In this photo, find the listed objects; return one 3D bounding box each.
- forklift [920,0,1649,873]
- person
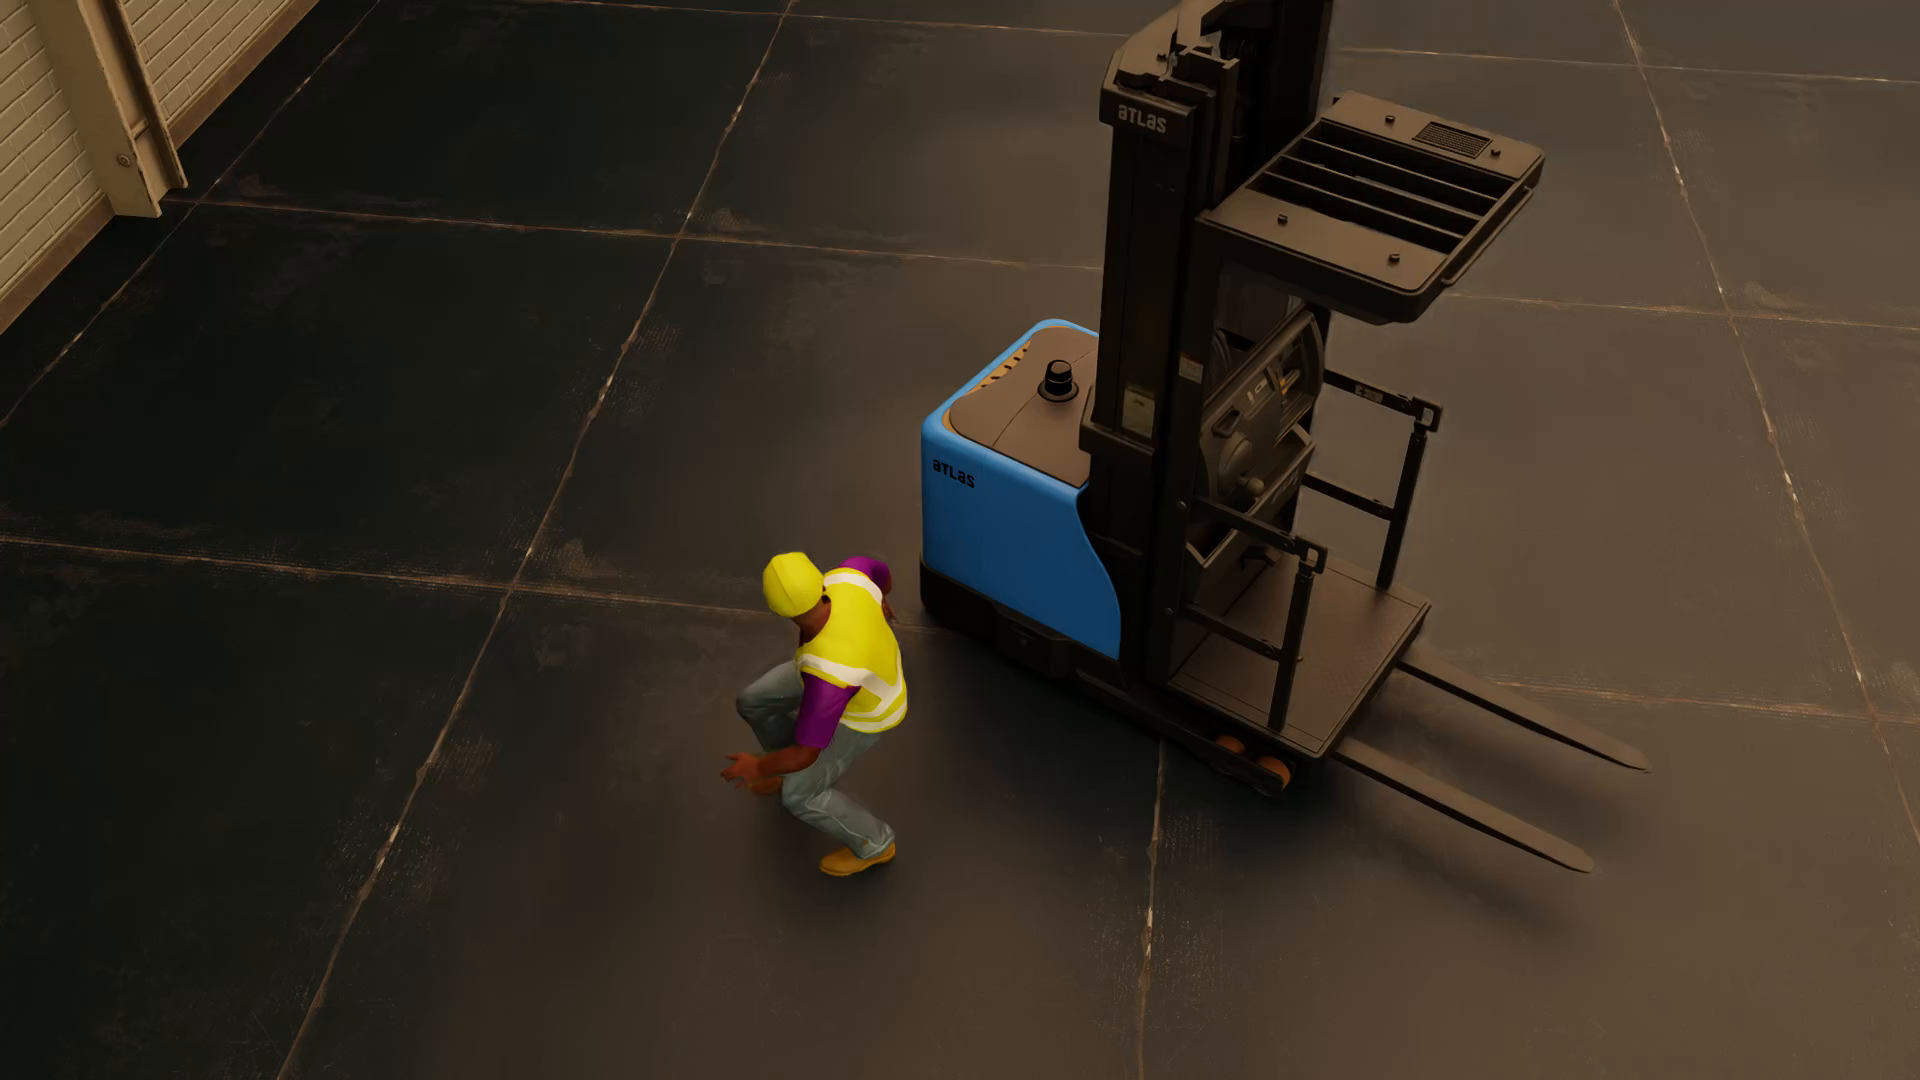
[{"bbox_3d":[1.316,-0.452,6.216,3.031,2.935,1.130,26,49,25],"label":"forklift"},{"bbox_3d":[-0.553,0.558,6.178,0.742,1.535,0.819,-6,43,-7],"label":"person"}]
